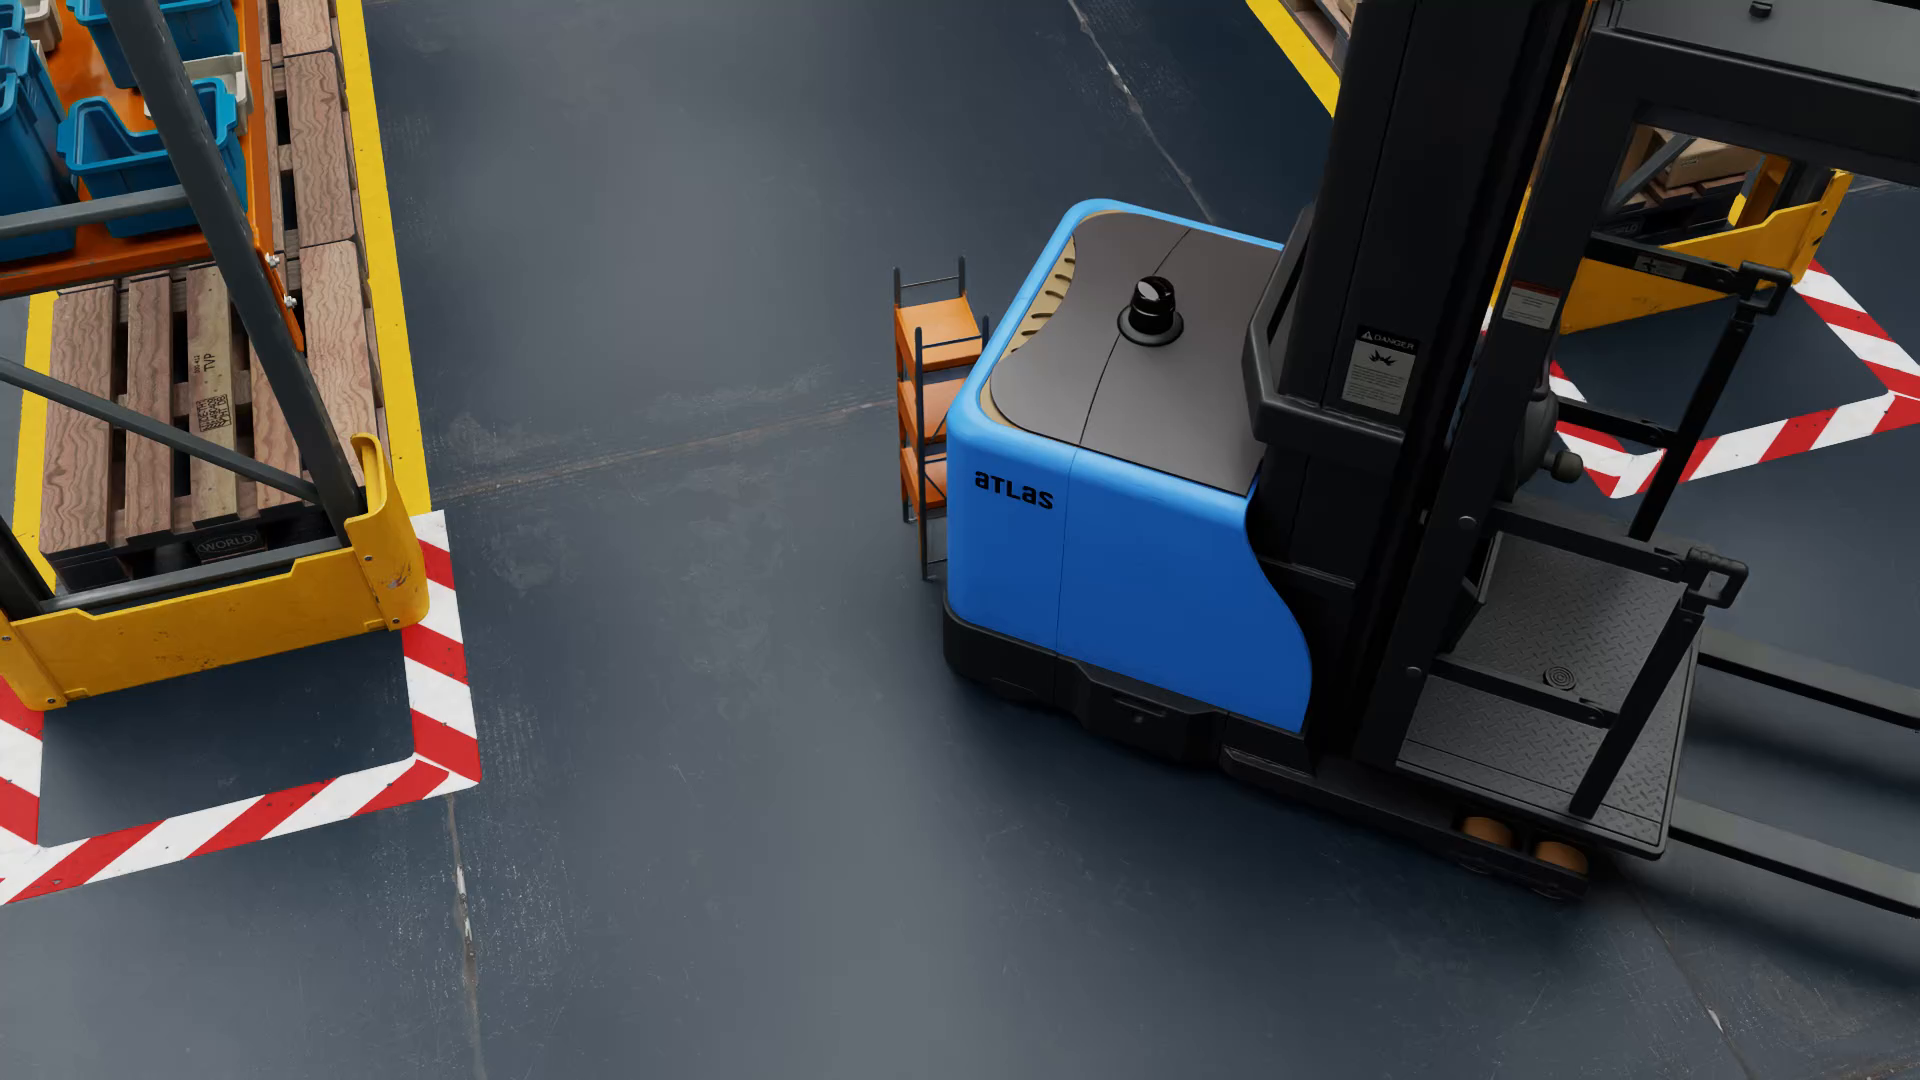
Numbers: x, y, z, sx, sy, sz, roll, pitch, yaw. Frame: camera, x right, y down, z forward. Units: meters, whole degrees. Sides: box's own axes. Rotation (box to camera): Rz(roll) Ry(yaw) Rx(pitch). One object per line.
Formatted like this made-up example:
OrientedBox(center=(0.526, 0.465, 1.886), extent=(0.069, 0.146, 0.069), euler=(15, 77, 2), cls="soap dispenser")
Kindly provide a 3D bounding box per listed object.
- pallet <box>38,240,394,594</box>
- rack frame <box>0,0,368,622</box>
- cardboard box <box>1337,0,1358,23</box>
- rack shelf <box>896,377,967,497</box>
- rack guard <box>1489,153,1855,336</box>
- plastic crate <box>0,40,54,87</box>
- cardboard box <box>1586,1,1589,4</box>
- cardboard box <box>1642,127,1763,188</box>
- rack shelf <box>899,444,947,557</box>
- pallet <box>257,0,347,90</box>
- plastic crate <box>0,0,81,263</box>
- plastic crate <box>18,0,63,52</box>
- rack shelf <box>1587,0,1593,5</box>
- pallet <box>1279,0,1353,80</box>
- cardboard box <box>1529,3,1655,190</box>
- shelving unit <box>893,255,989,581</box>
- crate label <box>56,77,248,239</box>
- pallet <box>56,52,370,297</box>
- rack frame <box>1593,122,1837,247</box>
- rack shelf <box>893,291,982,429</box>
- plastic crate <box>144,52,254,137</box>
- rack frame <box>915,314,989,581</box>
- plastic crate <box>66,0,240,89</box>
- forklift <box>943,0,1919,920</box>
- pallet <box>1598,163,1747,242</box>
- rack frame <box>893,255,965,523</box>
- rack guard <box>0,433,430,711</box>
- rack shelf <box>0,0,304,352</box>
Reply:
OrientedBox(center=(-2.438, -0.440, 5.483), extent=(1.003, 0.211, 1.213), euler=(-13, 51, -11), cls="pallet")
OrientedBox(center=(-2.231, -0.728, 3.902), extent=(1.000, 3.000, 0.127), euler=(-13, 51, -11), cls="rack frame")
OrientedBox(center=(1.853, -2.143, 6.605), extent=(0.500, 0.250, 0.500), euler=(-13, 51, -11), cls="cardboard box")
OrientedBox(center=(-0.052, -0.318, 4.845), extent=(0.215, 0.259, 0.240), euler=(-12, 51, -10), cls="rack shelf")
OrientedBox(center=(2.479, -1.095, 5.846), extent=(1.175, 0.500, 0.348), euler=(-13, 51, -11), cls="rack guard")
OrientedBox(center=(-2.645, -1.217, 4.447), extent=(0.396, 0.136, 0.243), euler=(-13, 51, -11), cls="plastic crate")
OrientedBox(center=(2.464, -1.927, 6.424), extent=(0.500, 0.250, 0.500), euler=(-13, 51, -11), cls="cardboard box")
OrientedBox(center=(2.706, -1.452, 6.089), extent=(0.380, 0.149, 0.250), euler=(-13, 51, -11), cls="cardboard box")
OrientedBox(center=(-0.052, -0.139, 5.058), extent=(0.215, 0.259, 0.240), euler=(-12, 51, -10), cls="rack shelf")
OrientedBox(center=(-3.160, -2.222, 6.986), extent=(1.003, 0.211, 1.213), euler=(-13, 51, -11), cls="pallet")
OrientedBox(center=(-2.509, -0.961, 4.036), extent=(0.616, 0.435, 0.499), euler=(-13, 51, -11), cls="plastic crate")
OrientedBox(center=(-2.717, -1.432, 4.629), extent=(0.396, 0.136, 0.243), euler=(-13, 51, -11), cls="plastic crate")
OrientedBox(center=(1.910, -3.074, 6.350), extent=(1.077, 0.370, 4.000), euler=(-13, 51, -11), cls="rack shelf")
OrientedBox(center=(1.885, -2.473, 7.197), extent=(1.003, 0.211, 1.213), euler=(-13, 51, -11), cls="pallet")
OrientedBox(center=(2.105, -1.523, 5.919), extent=(0.500, 0.500, 0.500), euler=(-13, 51, -11), cls="cardboard box")
OrientedBox(center=(-0.052, -0.325, 4.837), extent=(0.215, 1.050, 0.252), euler=(-12, 51, -10), cls="shelving unit")
OrientedBox(center=(-1.990, -0.948, 4.158), extent=(0.416, 0.233, 0.303), euler=(-13, 51, -11), cls="crate label")
OrientedBox(center=(-2.795, -1.330, 6.233), extent=(1.003, 0.211, 1.213), euler=(-13, 51, -11), cls="pallet")
OrientedBox(center=(2.502, -1.845, 4.844), extent=(1.000, 3.000, 0.127), euler=(-13, 51, -11), cls="rack frame")
OrientedBox(center=(-0.052, -0.501, 4.628), extent=(0.215, 0.259, 0.240), euler=(-12, 51, -10), cls="rack shelf")
OrientedBox(center=(-2.006, -1.170, 4.408), extent=(0.250, 0.136, 0.298), euler=(-13, 51, -11), cls="plastic crate")
OrientedBox(center=(-0.021, -0.235, 4.761), extent=(0.200, 1.050, 0.008), euler=(-12, 51, -10), cls="rack frame")
OrientedBox(center=(-2.185, -1.429, 4.563), extent=(0.416, 0.233, 0.300), euler=(-13, 51, -11), cls="plastic crate")
OrientedBox(center=(1.517, -0.454, 3.716), extent=(3.031, 2.935, 1.130), euler=(18, 52, 15), cls="forklift")
OrientedBox(center=(2.242, -1.584, 6.447), extent=(1.003, 0.211, 1.213), euler=(-13, 51, -11), cls="pallet")
OrientedBox(center=(-0.084, -0.415, 4.913), extent=(0.200, 1.050, 0.008), euler=(-12, 51, -10), cls="rack frame")
OrientedBox(center=(-2.212, 0.092, 4.845), extent=(1.175, 0.500, 0.348), euler=(-13, 51, -11), cls="rack guard")
OrientedBox(center=(-2.823, -1.957, 5.408), extent=(1.077, 0.370, 4.000), euler=(-13, 51, -11), cls="rack shelf")
